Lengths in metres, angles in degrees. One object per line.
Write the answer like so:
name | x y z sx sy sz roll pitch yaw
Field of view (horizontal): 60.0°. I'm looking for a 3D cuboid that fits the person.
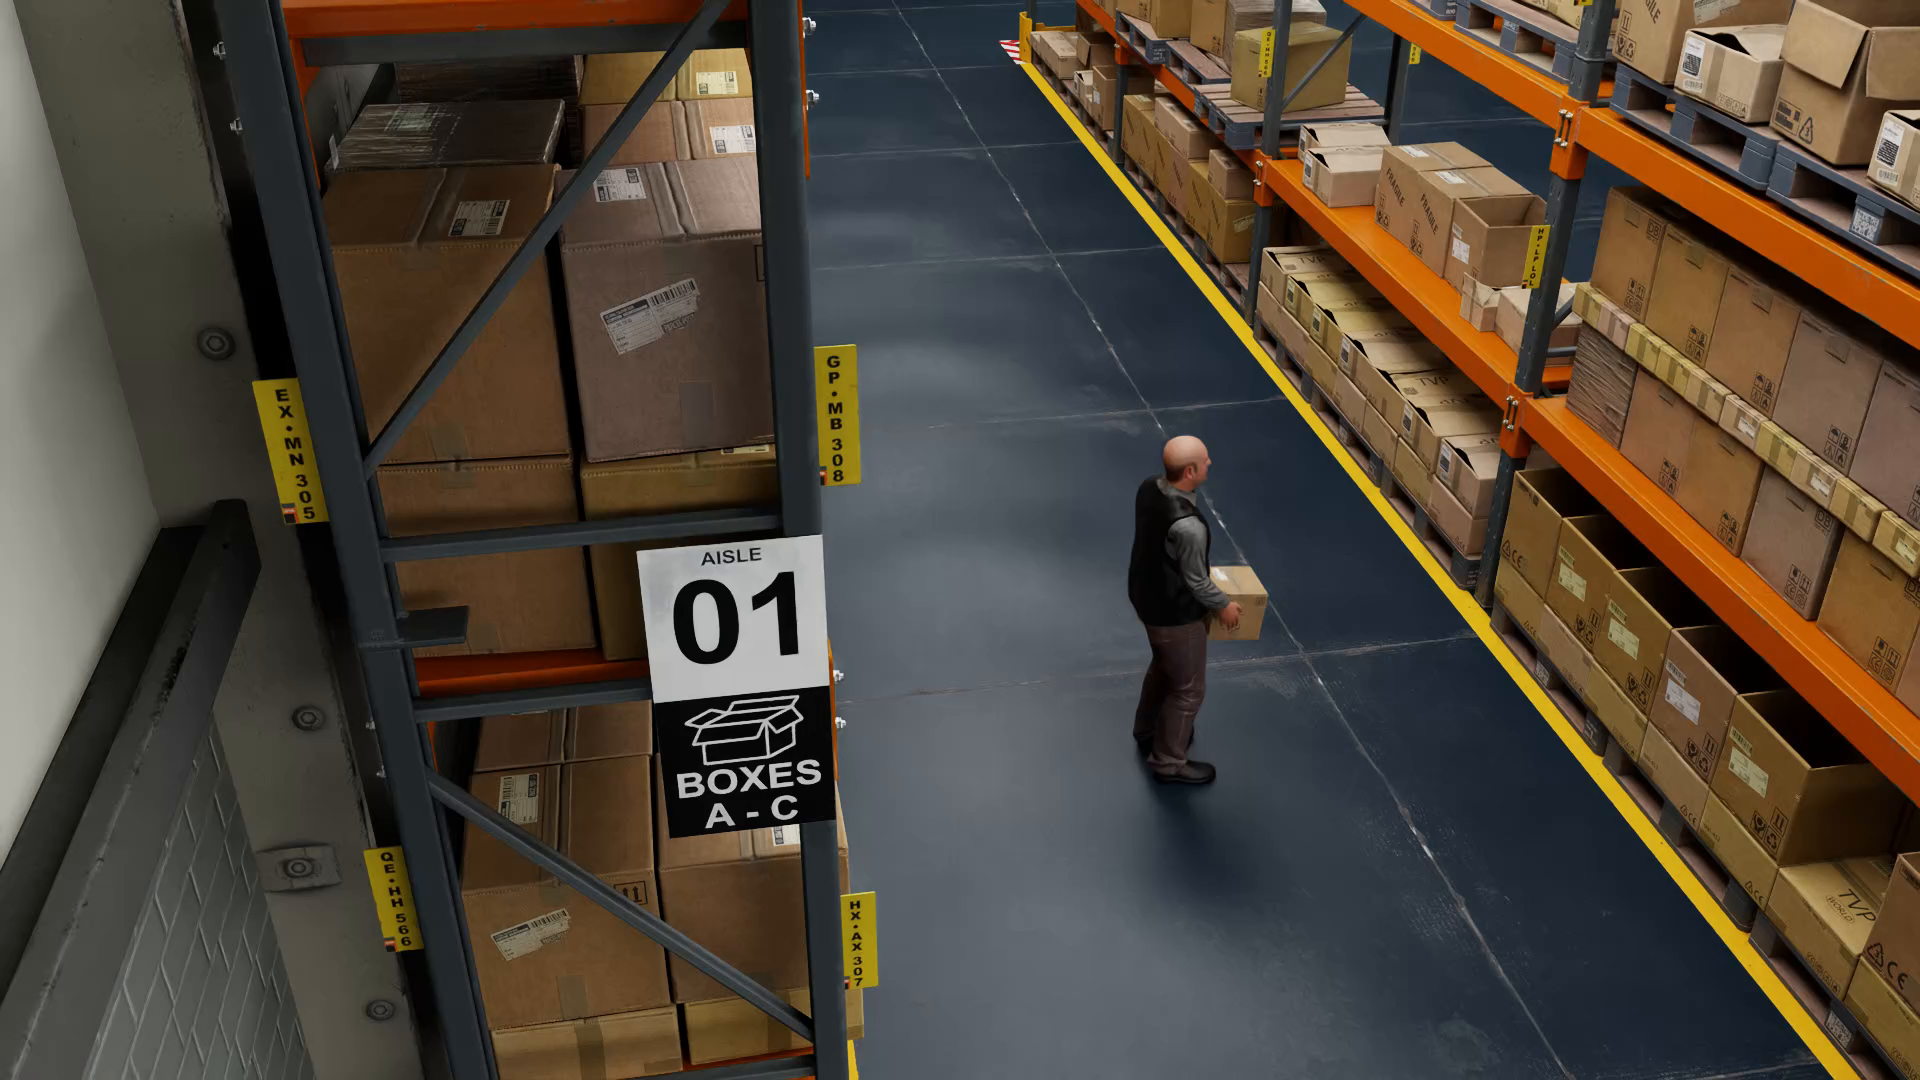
person | 0.974 0.305 7.645 0.422 1.719 0.579 -7 31 -11
